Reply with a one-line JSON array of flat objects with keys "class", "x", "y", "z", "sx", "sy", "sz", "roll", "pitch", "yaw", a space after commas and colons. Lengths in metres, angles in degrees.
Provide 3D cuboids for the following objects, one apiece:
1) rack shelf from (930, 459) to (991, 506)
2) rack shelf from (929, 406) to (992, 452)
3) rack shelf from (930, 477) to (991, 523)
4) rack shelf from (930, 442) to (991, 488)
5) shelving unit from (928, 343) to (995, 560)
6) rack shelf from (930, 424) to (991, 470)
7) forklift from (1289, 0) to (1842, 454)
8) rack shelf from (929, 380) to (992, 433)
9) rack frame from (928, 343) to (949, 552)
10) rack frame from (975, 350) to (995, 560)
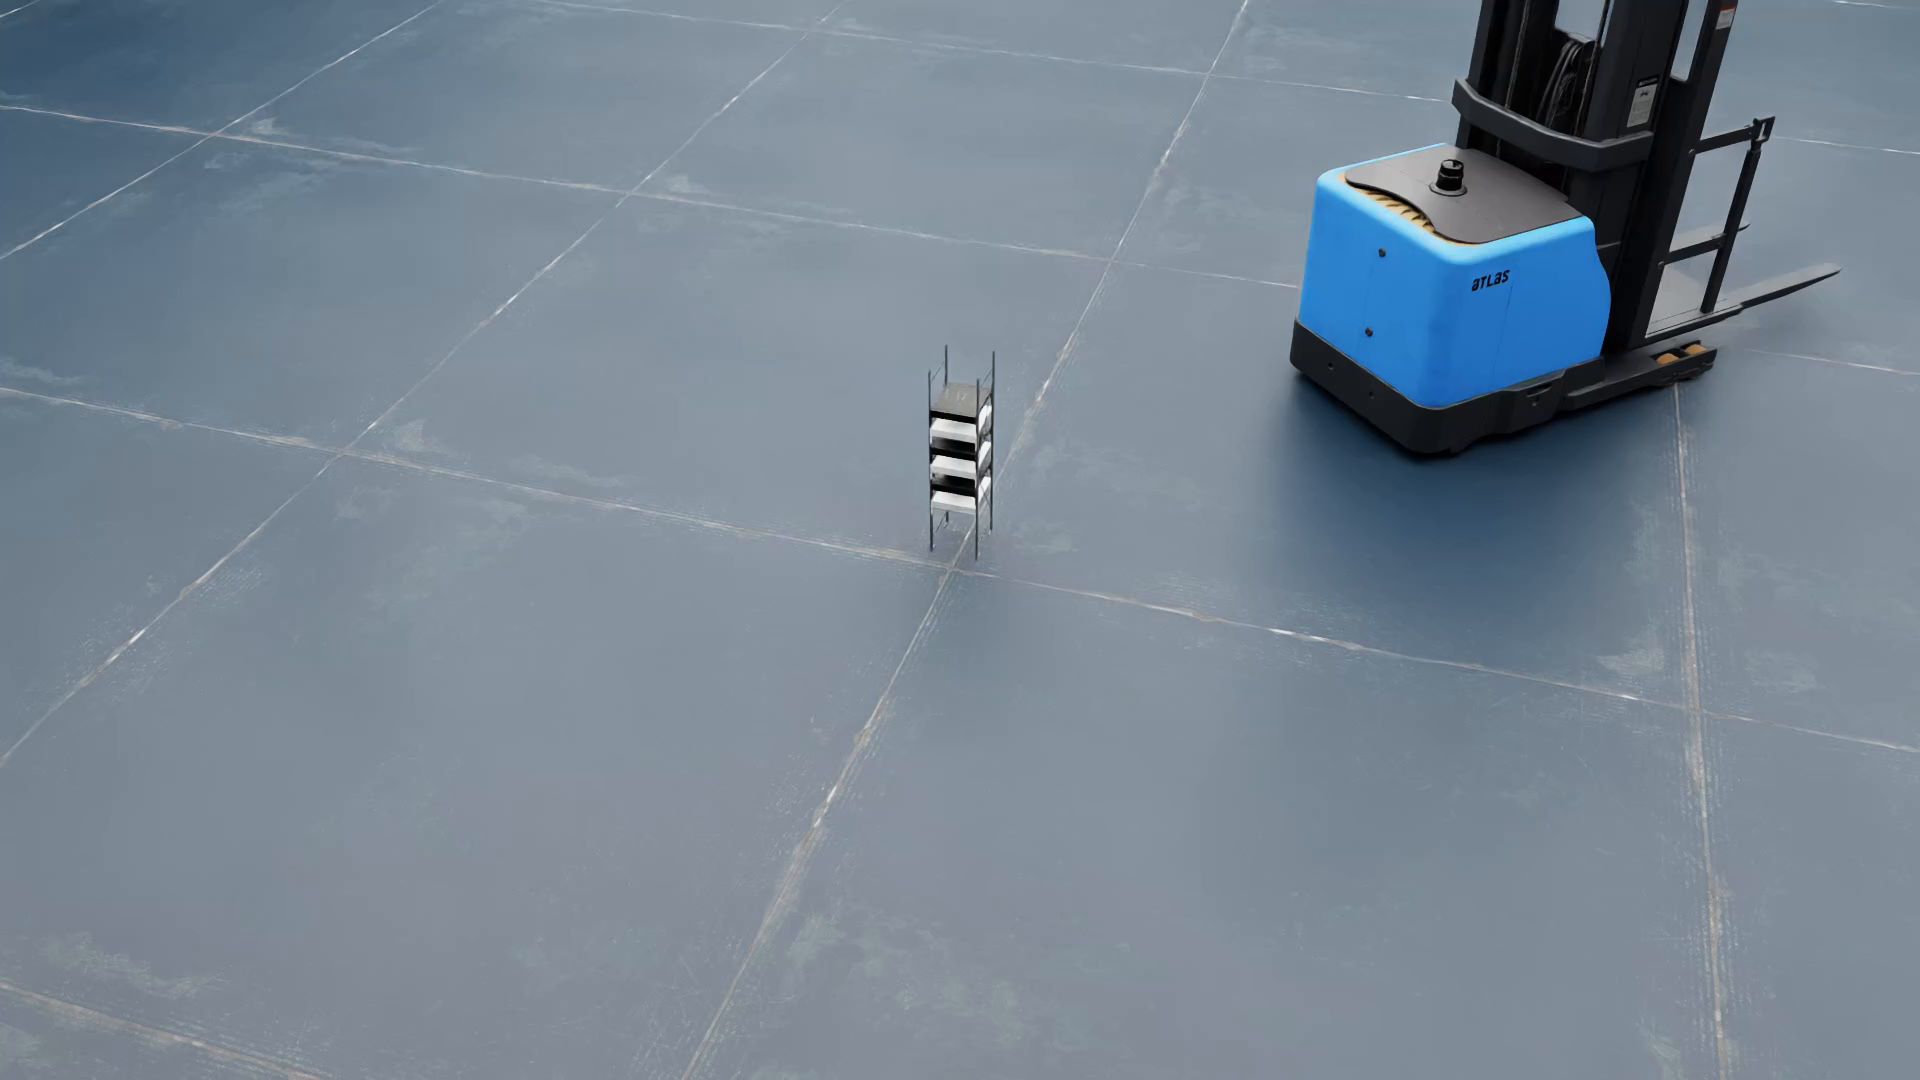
[{"class": "rack shelf", "x": 0.008, "y": -0.262, "z": 7.054, "sx": 0.200, "sy": 0.077, "sz": 0.258, "roll": 10, "pitch": 38, "yaw": 14}, {"class": "rack shelf", "x": 0.008, "y": -0.479, "z": 6.894, "sx": 0.200, "sy": 0.077, "sz": 0.258, "roll": 10, "pitch": 38, "yaw": 14}, {"class": "rack shelf", "x": 0.008, "y": -0.189, "z": 7.108, "sx": 0.200, "sy": 0.077, "sz": 0.258, "roll": 10, "pitch": 38, "yaw": 14}, {"class": "rack shelf", "x": 0.008, "y": -0.334, "z": 7.001, "sx": 0.200, "sy": 0.077, "sz": 0.258, "roll": 10, "pitch": 38, "yaw": 14}, {"class": "shelving unit", "x": 0.008, "y": -0.361, "z": 6.981, "sx": 0.210, "sy": 0.900, "sz": 0.258, "roll": 10, "pitch": 38, "yaw": 14}, {"class": "rack shelf", "x": 0.008, "y": -0.407, "z": 6.948, "sx": 0.200, "sy": 0.077, "sz": 0.258, "roll": 10, "pitch": 38, "yaw": 14}, {"class": "forklift", "x": 3.200, "y": -2.197, "z": 7.762, "sx": 3.031, "sy": 2.935, "sz": 1.130, "roll": -18, "pitch": 40, "yaw": -22}, {"class": "rack shelf", "x": 0.008, "y": -0.552, "z": 6.841, "sx": 0.200, "sy": 0.077, "sz": 0.258, "roll": 10, "pitch": 38, "yaw": 14}, {"class": "rack frame", "x": -0.089, "y": -0.379, "z": 7.006, "sx": 0.006, "sy": 0.900, "sz": 0.240, "roll": 10, "pitch": 38, "yaw": 14}, {"class": "rack frame", "x": 0.105, "y": -0.343, "z": 6.957, "sx": 0.006, "sy": 0.900, "sz": 0.240, "roll": 10, "pitch": 38, "yaw": 14}]
